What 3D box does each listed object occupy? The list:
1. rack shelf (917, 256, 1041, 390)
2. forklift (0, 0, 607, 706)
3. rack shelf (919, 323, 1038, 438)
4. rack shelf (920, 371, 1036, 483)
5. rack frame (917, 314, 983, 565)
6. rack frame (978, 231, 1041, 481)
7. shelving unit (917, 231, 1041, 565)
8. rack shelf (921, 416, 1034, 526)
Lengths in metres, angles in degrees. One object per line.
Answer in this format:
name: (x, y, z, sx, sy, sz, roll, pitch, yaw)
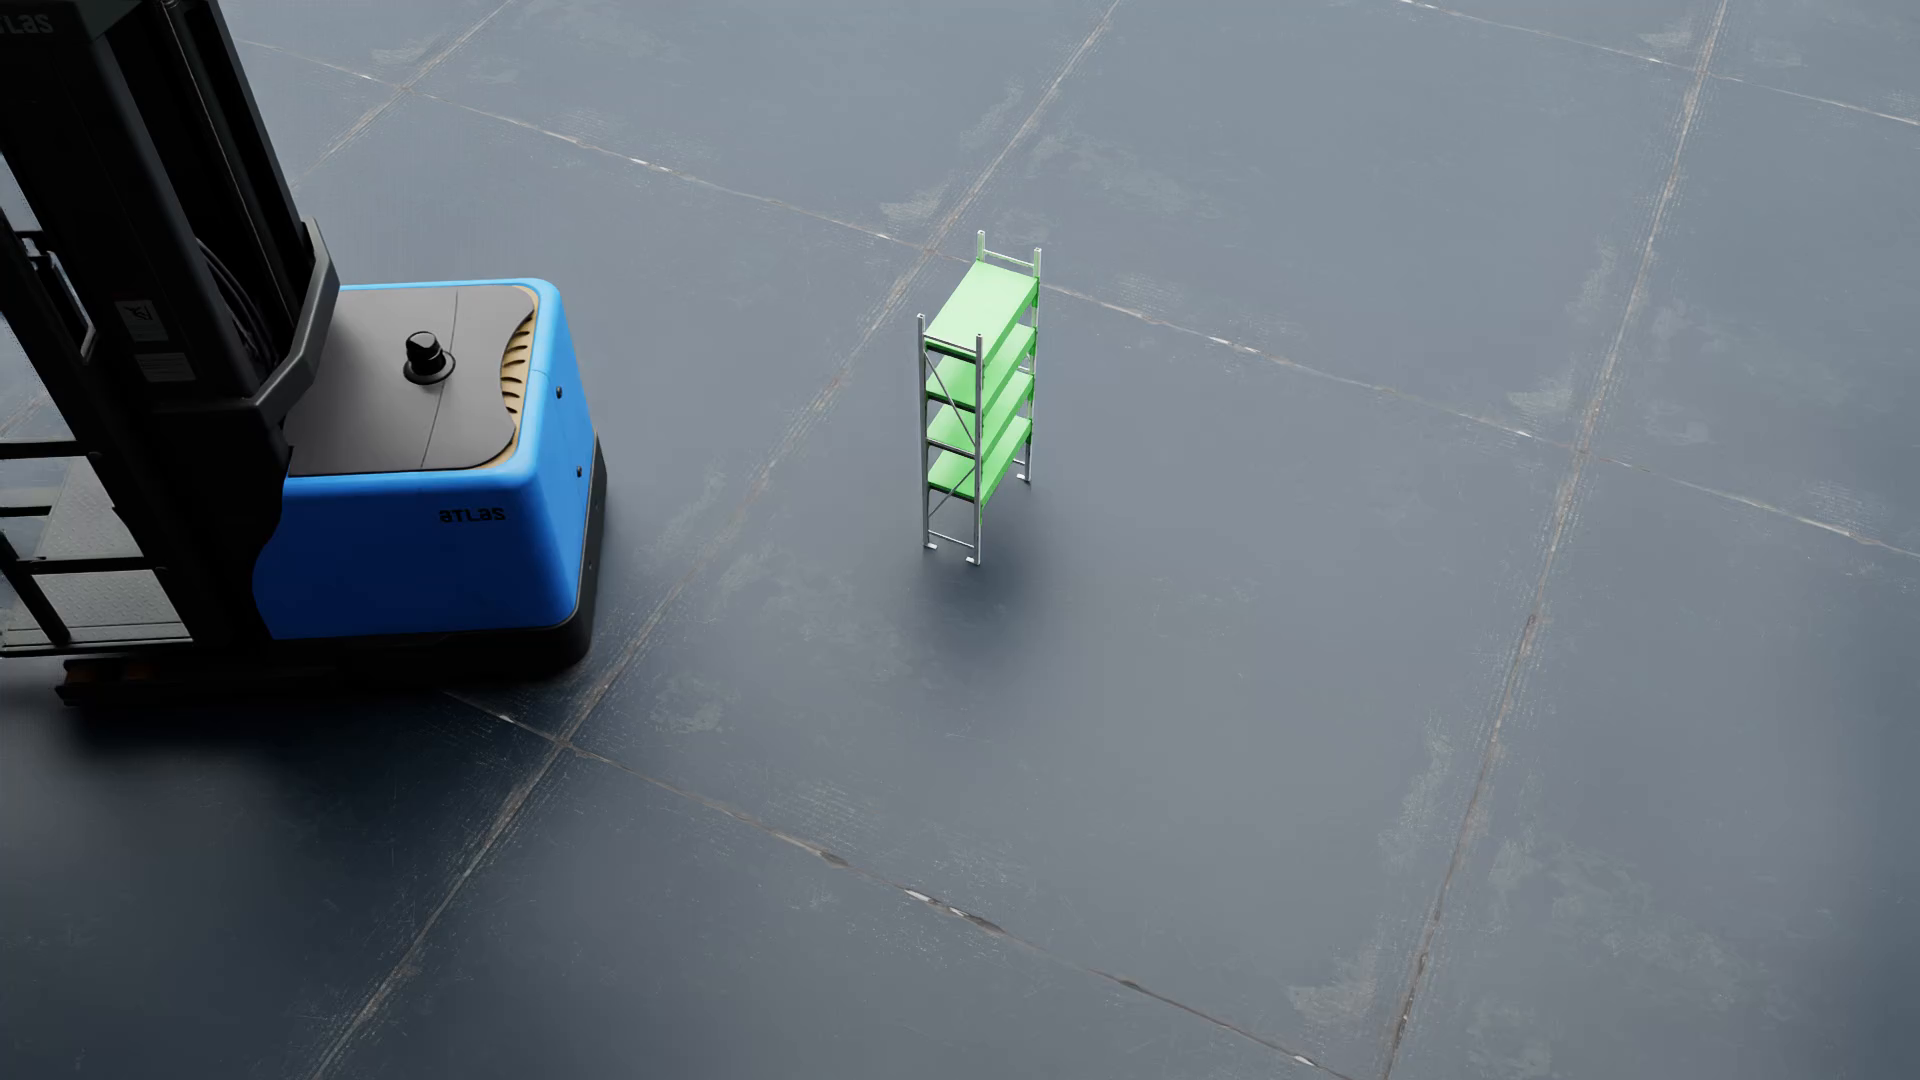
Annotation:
rack shelf: (0.071, -0.772, 5.888, 0.258, 0.148, 0.480, 20, 52, 16)
forklift: (-2.904, -0.764, 5.291, 3.031, 2.935, 1.130, -3, 50, -2)
rack shelf: (0.071, -0.617, 6.071, 0.258, 0.148, 0.480, 20, 52, 16)
rack shelf: (0.071, -0.461, 6.254, 0.258, 0.148, 0.480, 20, 52, 16)
rack frame: (-0.034, -0.335, 6.062, 0.240, 1.200, 0.015, 20, 52, 16)
rack frame: (0.175, -0.671, 6.348, 0.240, 1.200, 0.015, 20, 52, 16)
shelving unit: (0.071, -0.503, 6.205, 0.258, 1.200, 0.503, 20, 52, 16)
rack shelf: (0.071, -0.306, 6.437, 0.258, 0.148, 0.480, 20, 52, 16)
